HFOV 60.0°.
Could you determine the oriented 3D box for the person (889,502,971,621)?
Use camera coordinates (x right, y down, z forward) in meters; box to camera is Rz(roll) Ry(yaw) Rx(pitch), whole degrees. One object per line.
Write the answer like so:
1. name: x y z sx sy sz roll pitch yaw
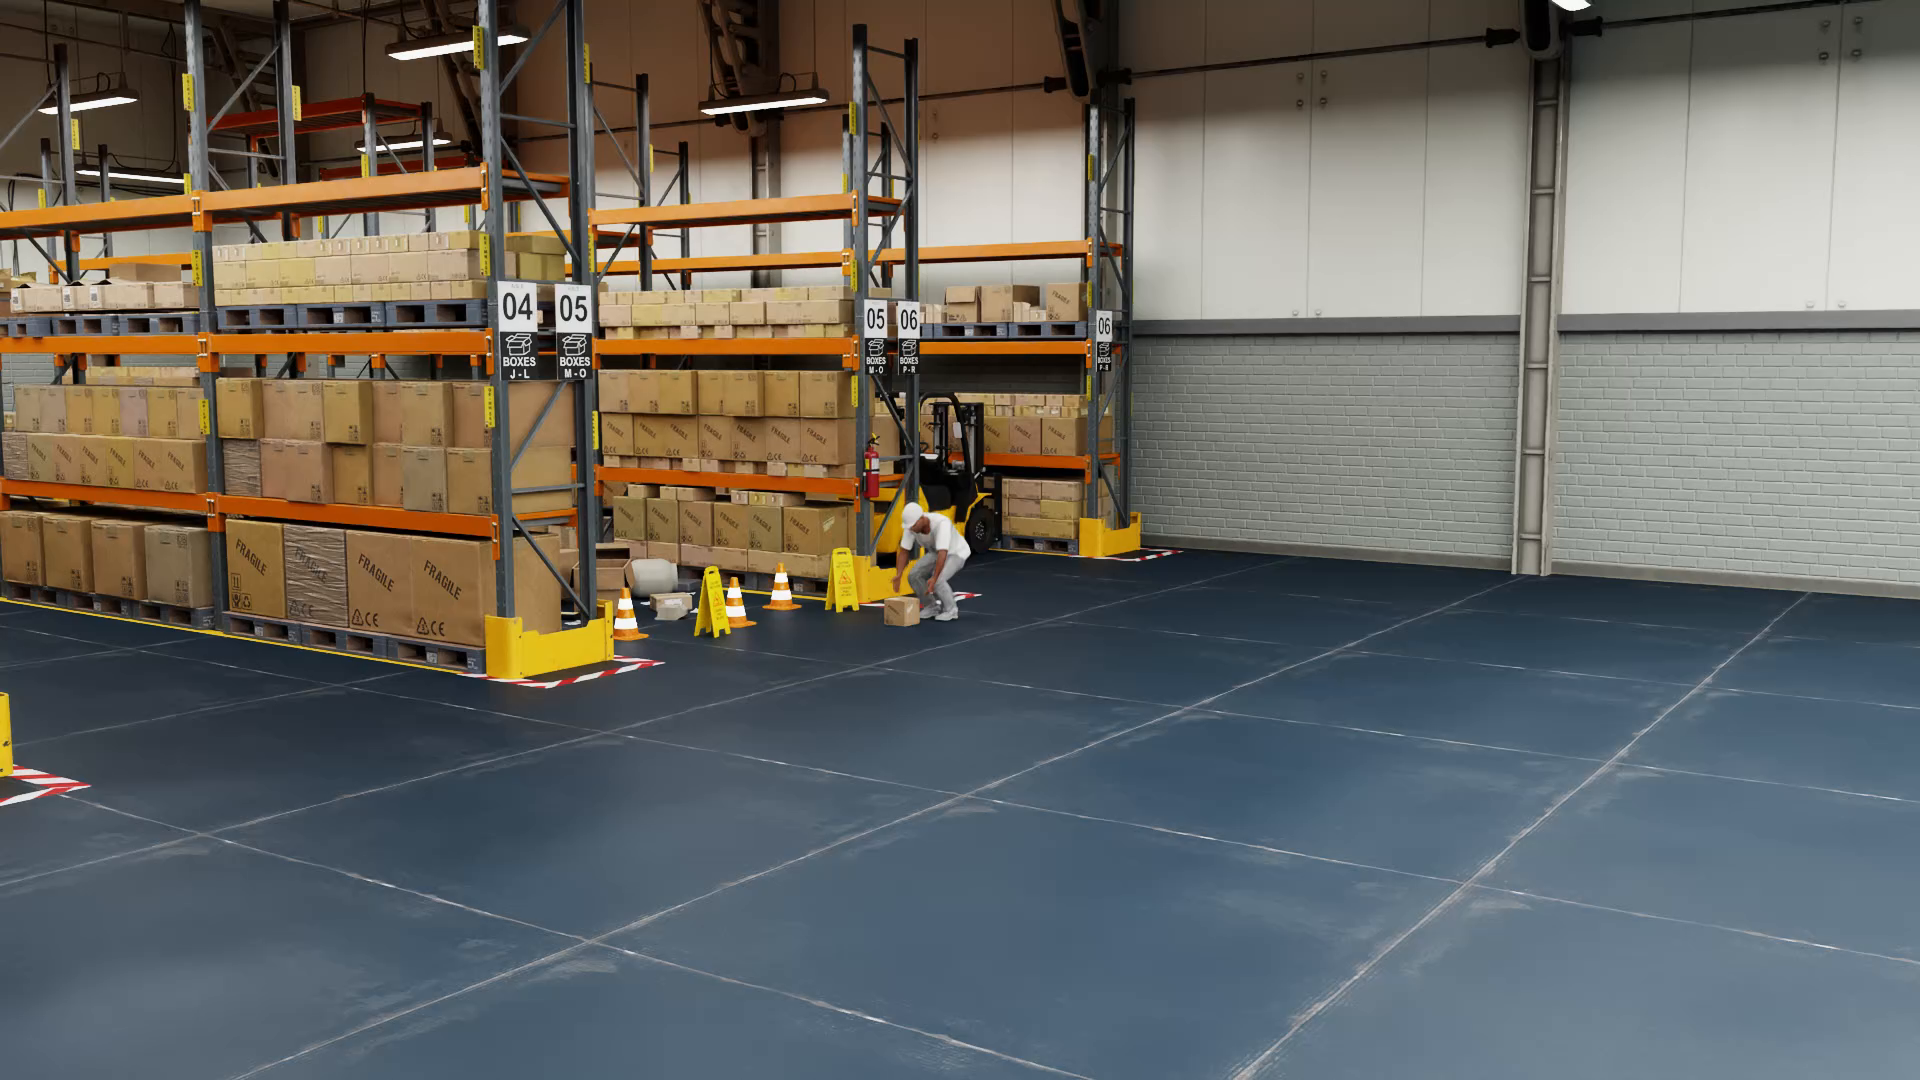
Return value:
1. person: -0.253 0.203 16.453 0.847 1.196 0.619 -6 9 -44
